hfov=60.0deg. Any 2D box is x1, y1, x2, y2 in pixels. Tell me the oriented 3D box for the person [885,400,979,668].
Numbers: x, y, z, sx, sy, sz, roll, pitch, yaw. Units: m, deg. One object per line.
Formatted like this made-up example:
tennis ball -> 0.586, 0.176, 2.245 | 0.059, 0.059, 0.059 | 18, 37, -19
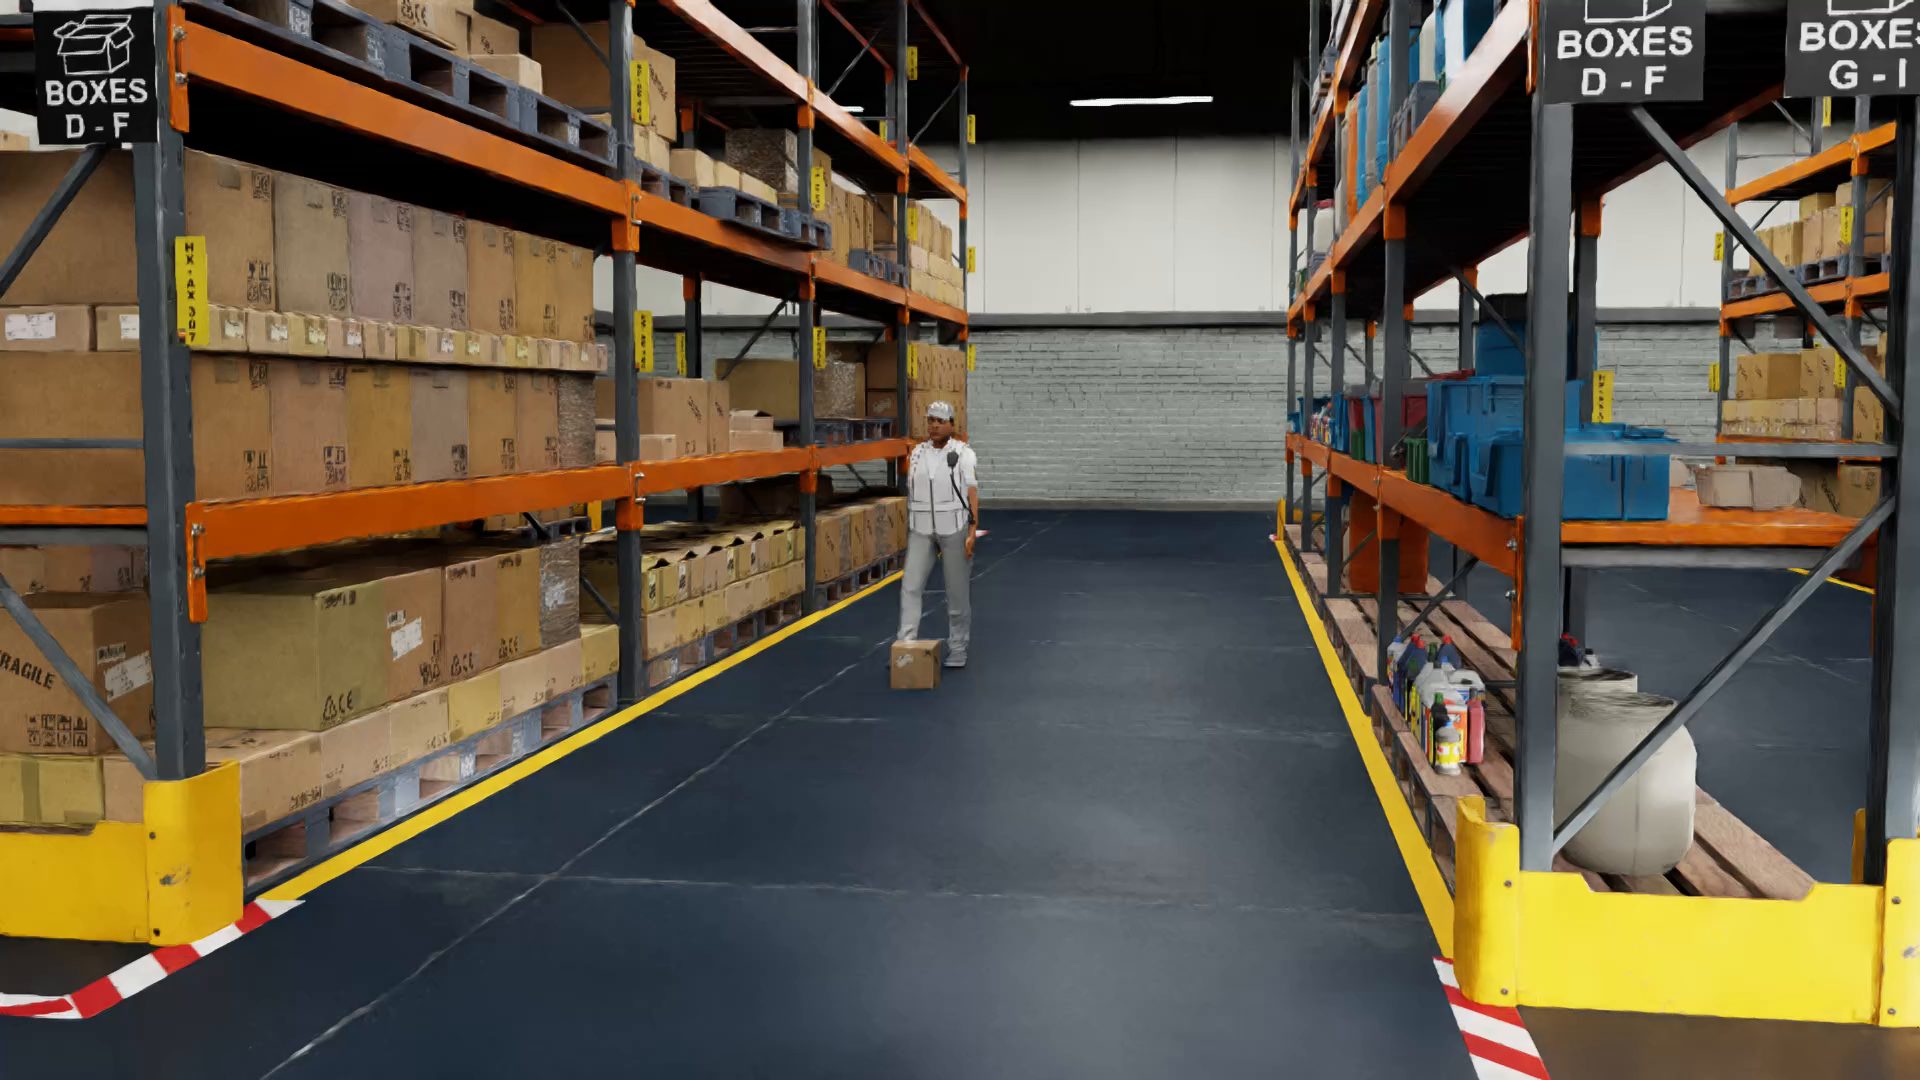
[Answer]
person -> -0.145, -0.026, 10.179 | 0.484, 1.651, 0.749 | 1, 5, 13
